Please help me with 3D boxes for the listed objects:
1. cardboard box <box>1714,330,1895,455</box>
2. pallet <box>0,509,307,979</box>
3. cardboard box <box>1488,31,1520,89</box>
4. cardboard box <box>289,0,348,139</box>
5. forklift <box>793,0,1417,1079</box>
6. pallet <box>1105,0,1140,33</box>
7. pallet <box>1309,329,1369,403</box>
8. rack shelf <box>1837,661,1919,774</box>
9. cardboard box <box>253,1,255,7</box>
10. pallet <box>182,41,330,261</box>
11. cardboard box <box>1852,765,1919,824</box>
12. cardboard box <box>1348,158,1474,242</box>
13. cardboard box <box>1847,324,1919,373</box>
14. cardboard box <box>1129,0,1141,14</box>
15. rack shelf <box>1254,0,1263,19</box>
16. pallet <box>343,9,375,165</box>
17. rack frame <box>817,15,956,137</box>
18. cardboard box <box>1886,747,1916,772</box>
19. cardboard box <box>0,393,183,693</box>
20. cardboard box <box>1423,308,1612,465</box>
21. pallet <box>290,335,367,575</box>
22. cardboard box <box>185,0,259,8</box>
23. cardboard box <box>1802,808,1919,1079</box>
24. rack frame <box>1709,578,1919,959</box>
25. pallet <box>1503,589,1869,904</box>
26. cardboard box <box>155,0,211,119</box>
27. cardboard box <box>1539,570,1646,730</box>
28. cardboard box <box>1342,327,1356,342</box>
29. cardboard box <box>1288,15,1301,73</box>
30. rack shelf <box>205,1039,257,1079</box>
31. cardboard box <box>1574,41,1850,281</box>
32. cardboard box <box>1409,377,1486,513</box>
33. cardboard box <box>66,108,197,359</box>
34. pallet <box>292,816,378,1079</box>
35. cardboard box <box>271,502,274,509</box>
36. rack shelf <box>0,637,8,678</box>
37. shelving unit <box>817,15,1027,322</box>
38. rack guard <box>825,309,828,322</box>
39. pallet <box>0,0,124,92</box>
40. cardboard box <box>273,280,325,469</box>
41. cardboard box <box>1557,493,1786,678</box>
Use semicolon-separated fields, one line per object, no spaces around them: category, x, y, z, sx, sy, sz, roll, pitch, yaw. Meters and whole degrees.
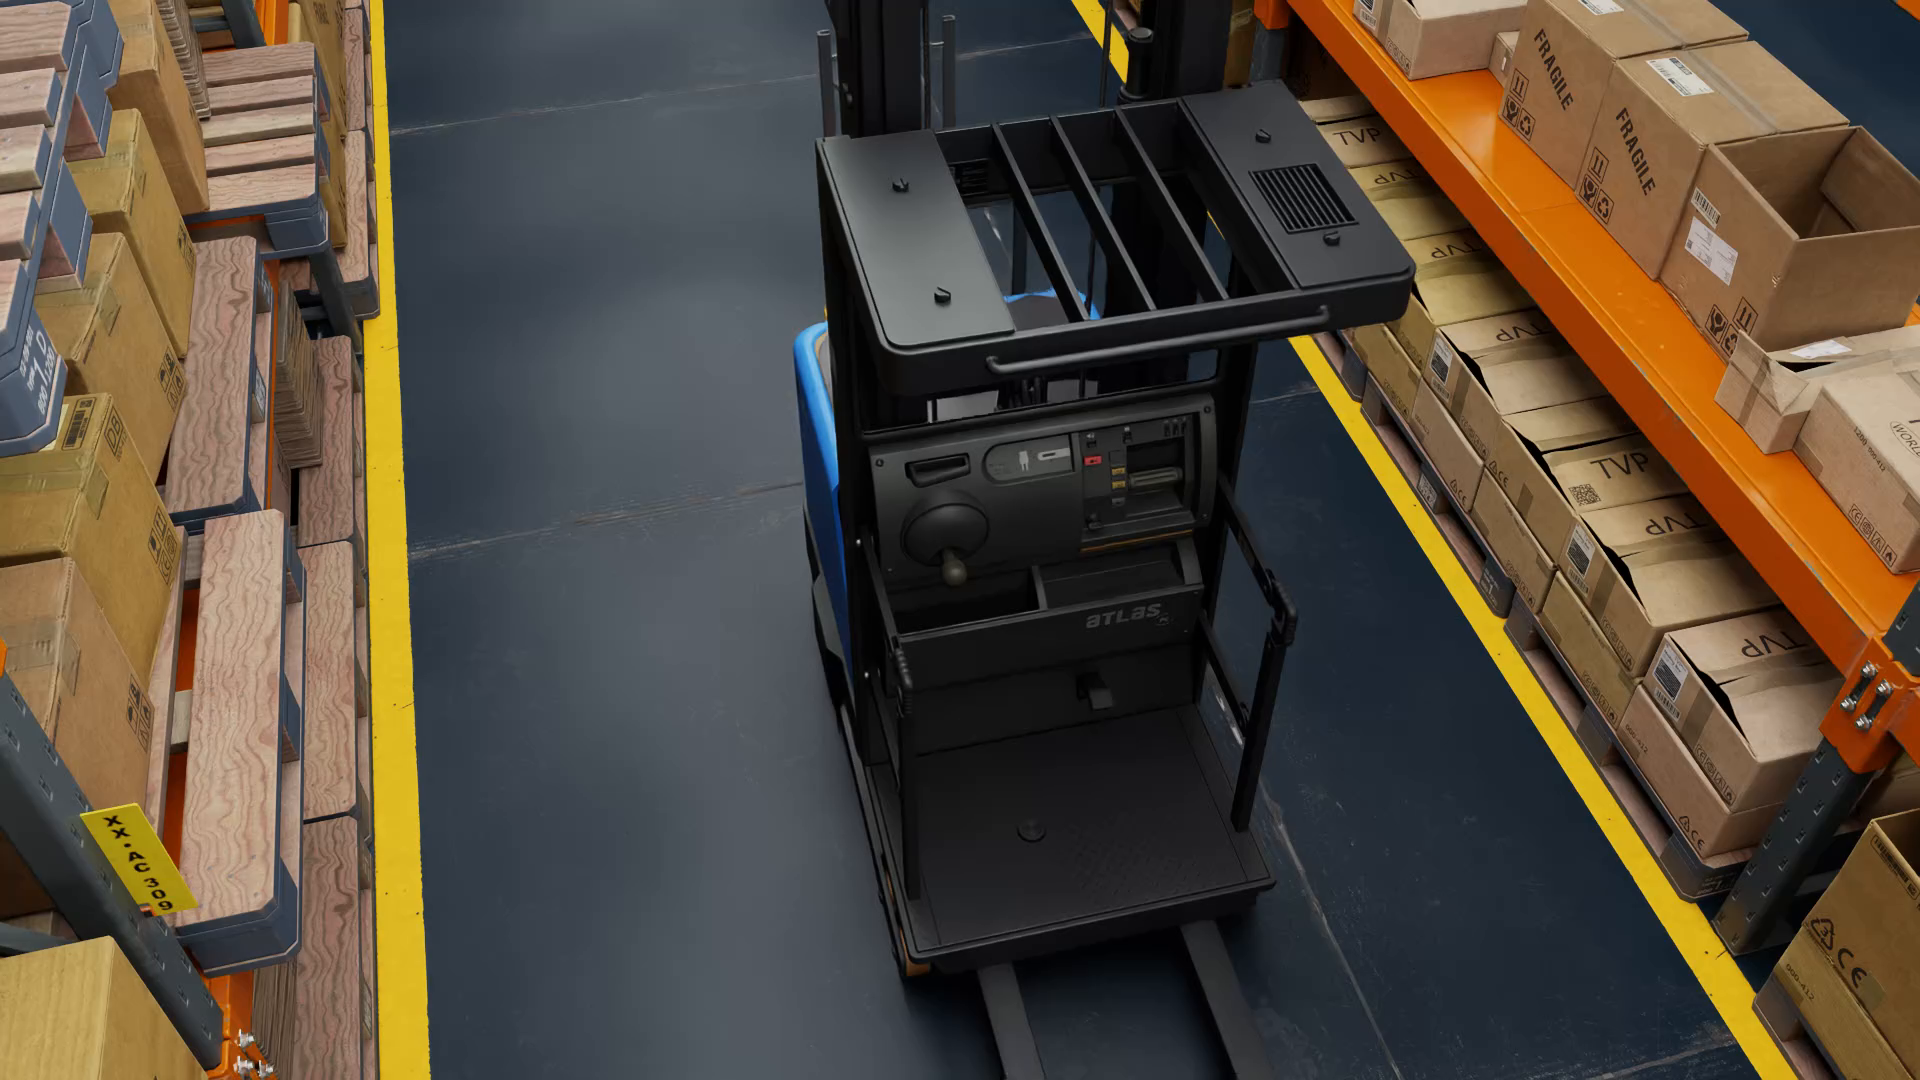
cardboard box;2.394;-0.449;4.684;0.396;0.266;0.258;-12;47;-11
pallet;-2.046;0.498;3.796;1.003;0.211;1.213;-11;47;-10
cardboard box;2.153;-1.726;6.017;0.380;0.149;0.250;-8;46;-7
cardboard box;-3.295;-2.308;7.623;0.750;0.750;0.750;-11;47;-11
forklift;0.281;-0.033;4.230;1.130;2.935;3.031;-10;46;-9
pallet;1.309;-3.071;9.112;1.003;0.211;1.213;-11;47;-10
pallet;1.946;-1.133;7.212;1.003;0.211;1.213;-11;47;-10
rack shelf;3.309;1.710;2.978;1.077;0.370;4.000;-11;47;-10
cardboard box;-2.932;-2.140;6.409;0.380;0.149;0.250;-10;46;-10
pallet;-2.730;-1.236;5.496;1.213;0.211;1.003;-11;47;-10
cardboard box;2.933;0.569;5.223;0.500;0.250;0.500;-12;47;-11
cardboard box;1.765;-1.289;6.651;0.500;0.311;0.500;-12;47;-11
cardboard box;2.767;-0.484;4.800;0.380;0.149;0.250;-11;47;-10
cardboard box;1.174;-2.924;8.457;0.500;0.500;0.500;-12;47;-12
rack shelf;1.260;-3.813;8.391;1.077;0.370;4.000;-11;47;-10
pallet;-3.453;-2.199;8.257;1.003;0.211;1.213;-11;47;-10
rack frame;-0.263;-1.321;6.494;0.500;1.500;0.032;-10;46;-9
cardboard box;2.932;0.366;5.030;0.500;0.311;0.500;-11;47;-10
cardboard box;-2.225;0.052;3.721;0.700;0.500;0.500;-6;46;-6
cardboard box;2.026;-0.581;5.958;0.500;0.311;0.500;-11;47;-11
pallet;-2.817;-0.260;6.357;1.003;0.211;1.213;-11;47;-10
cardboard box;-2.892;-2.304;6.116;0.500;0.500;0.500;-9;46;-9
cardboard box;2.613;1.008;4.268;0.500;0.500;0.500;-11;47;-10
rack frame;2.797;0.077;4.074;1.000;3.000;0.127;-11;47;-10
pallet;2.570;0.552;5.561;1.003;0.211;1.213;-11;47;-10
cardboard box;-2.885;-1.642;5.381;0.700;0.500;0.500;-16;48;-15
cardboard box;2.282;0.310;5.477;0.500;0.250;0.500;-11;47;-11
cardboard box;1.752;-1.107;6.866;0.500;0.250;0.500;-12;47;-11
cardboard box;1.793;-2.690;8.229;0.500;0.500;0.500;-12;47;-12
rack shelf;-1.479;2.618;2.088;1.077;0.370;4.000;-11;47;-10
cardboard box;2.353;-1.200;5.256;0.500;0.500;0.500;-11;47;-10
cardboard box;2.022;-0.395;6.168;0.500;0.250;0.500;-10;46;-10
cardboard box;-2.545;-0.786;4.542;0.700;0.500;0.500;-11;47;-10
pallet;-2.192;1.424;4.706;1.003;0.211;1.213;-11;47;-10
cardboard box;-2.606;0.147;5.448;0.700;0.500;0.500;-11;47;-11
rack shelf;-2.503;-1.193;3.723;1.077;0.370;4.000;-11;47;-10
shelving unit;-0.147;-0.974;6.154;0.587;1.500;1.083;-10;46;-9
rack guard;-0.263;-0.882;6.940;0.587;0.250;0.087;-10;46;-9
pallet;-2.315;-1.160;3.318;1.213;0.211;1.003;-11;47;-10
cardboard box;-2.780;-0.568;6.148;0.700;0.500;0.500;-10;46;-10
cardboard box;2.276;0.111;5.279;0.500;0.311;0.500;-10;46;-9
